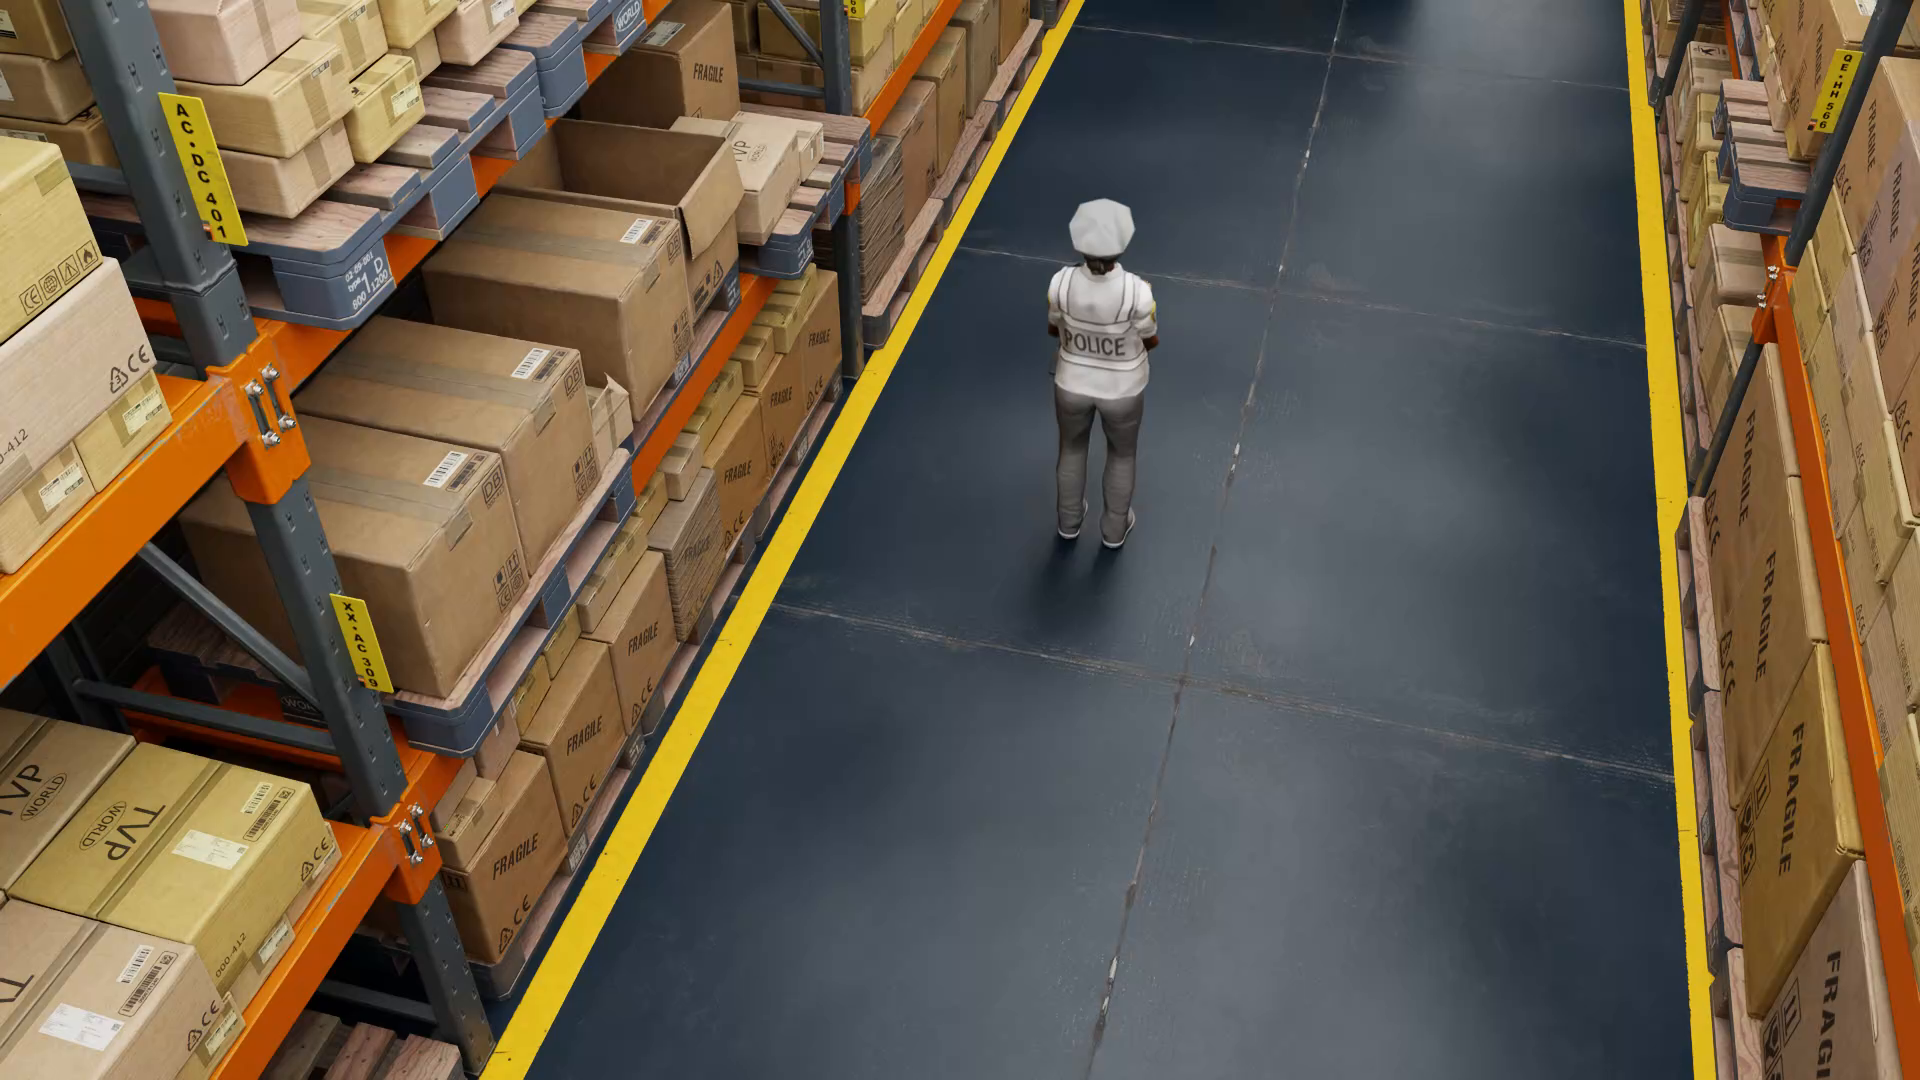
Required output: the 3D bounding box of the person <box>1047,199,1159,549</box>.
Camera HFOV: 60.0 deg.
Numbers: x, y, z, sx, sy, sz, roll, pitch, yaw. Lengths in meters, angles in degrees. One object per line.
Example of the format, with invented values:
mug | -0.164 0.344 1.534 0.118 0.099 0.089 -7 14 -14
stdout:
person | 0.593 -0.697 6.929 0.455 1.691 0.525 10 42 11
